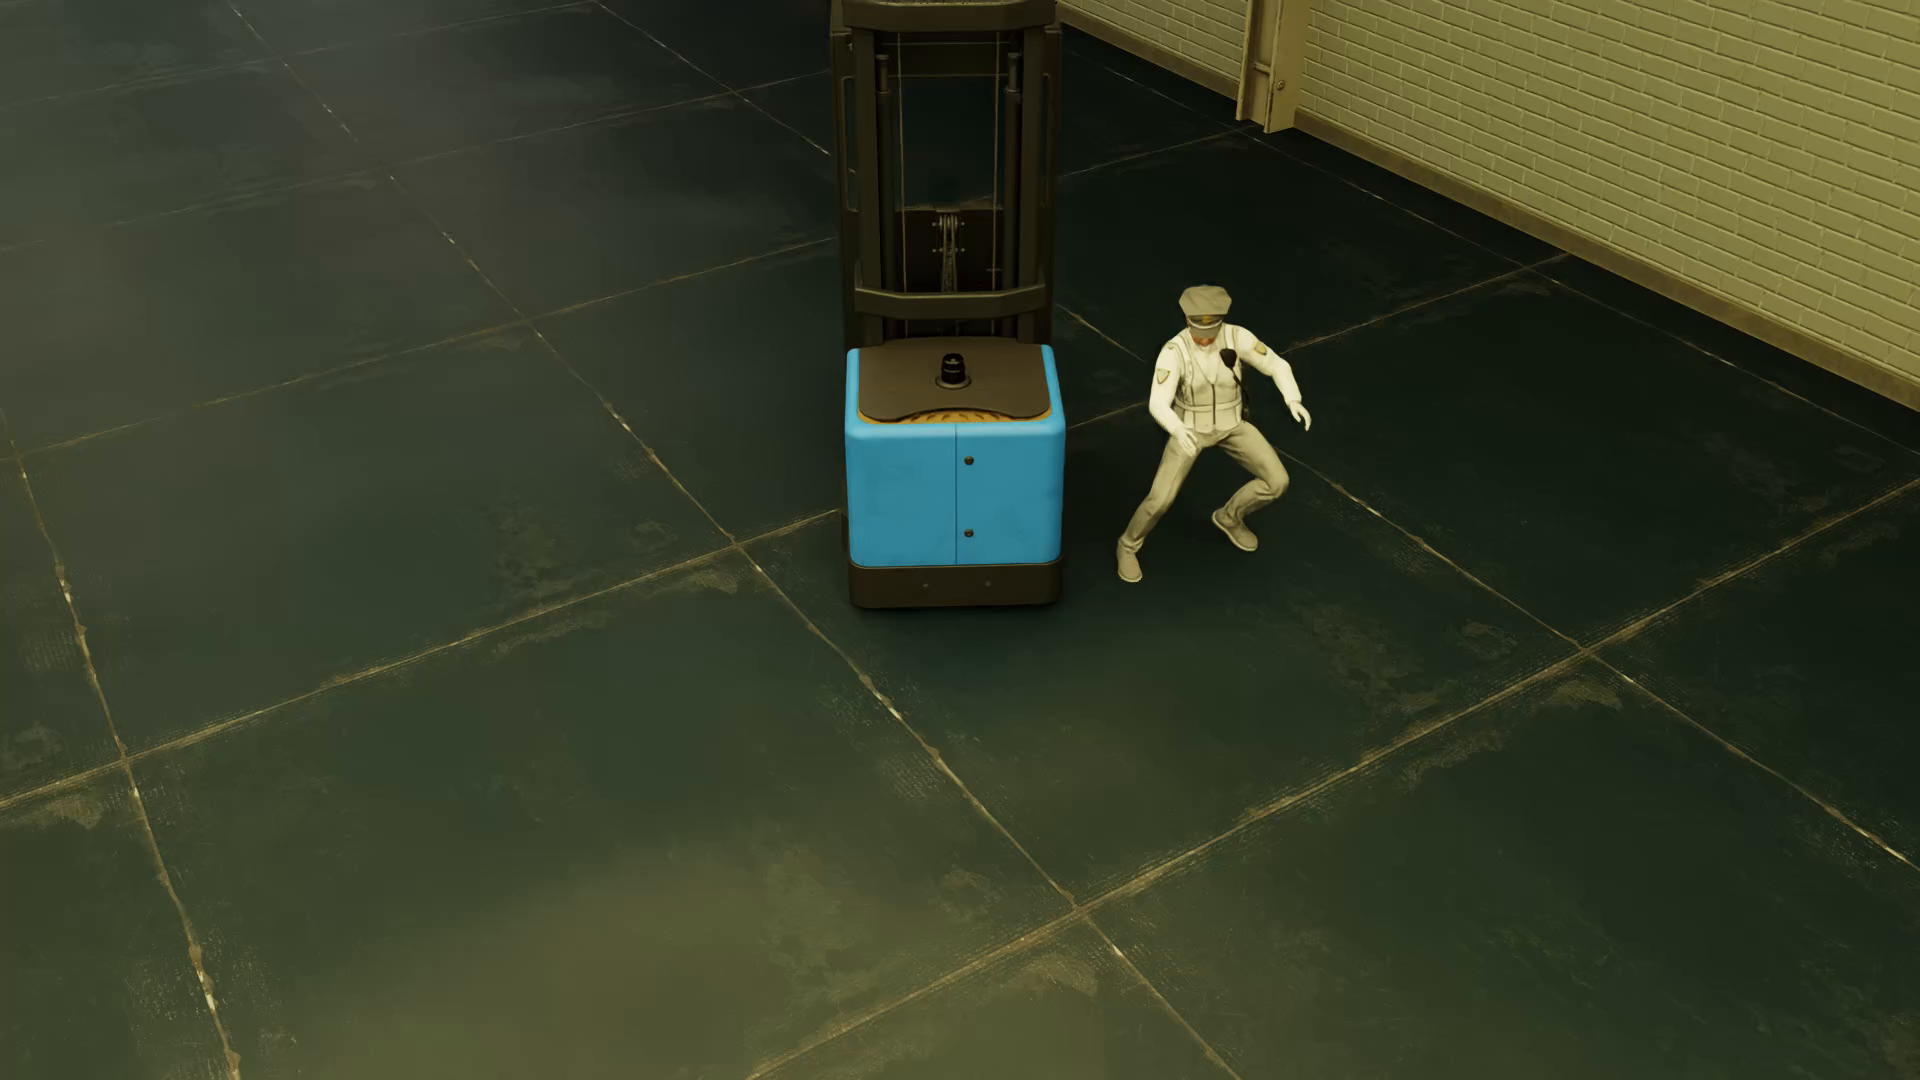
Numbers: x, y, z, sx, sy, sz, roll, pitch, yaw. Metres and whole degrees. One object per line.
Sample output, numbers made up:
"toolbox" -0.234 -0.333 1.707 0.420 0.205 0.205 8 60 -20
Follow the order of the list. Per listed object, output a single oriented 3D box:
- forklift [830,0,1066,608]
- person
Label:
"forklift" -0.076 -1.687 8.549 1.130 2.935 3.031 -1 35 -2
"person" 1.231 -0.488 8.134 0.872 1.469 0.727 -3 35 -4
